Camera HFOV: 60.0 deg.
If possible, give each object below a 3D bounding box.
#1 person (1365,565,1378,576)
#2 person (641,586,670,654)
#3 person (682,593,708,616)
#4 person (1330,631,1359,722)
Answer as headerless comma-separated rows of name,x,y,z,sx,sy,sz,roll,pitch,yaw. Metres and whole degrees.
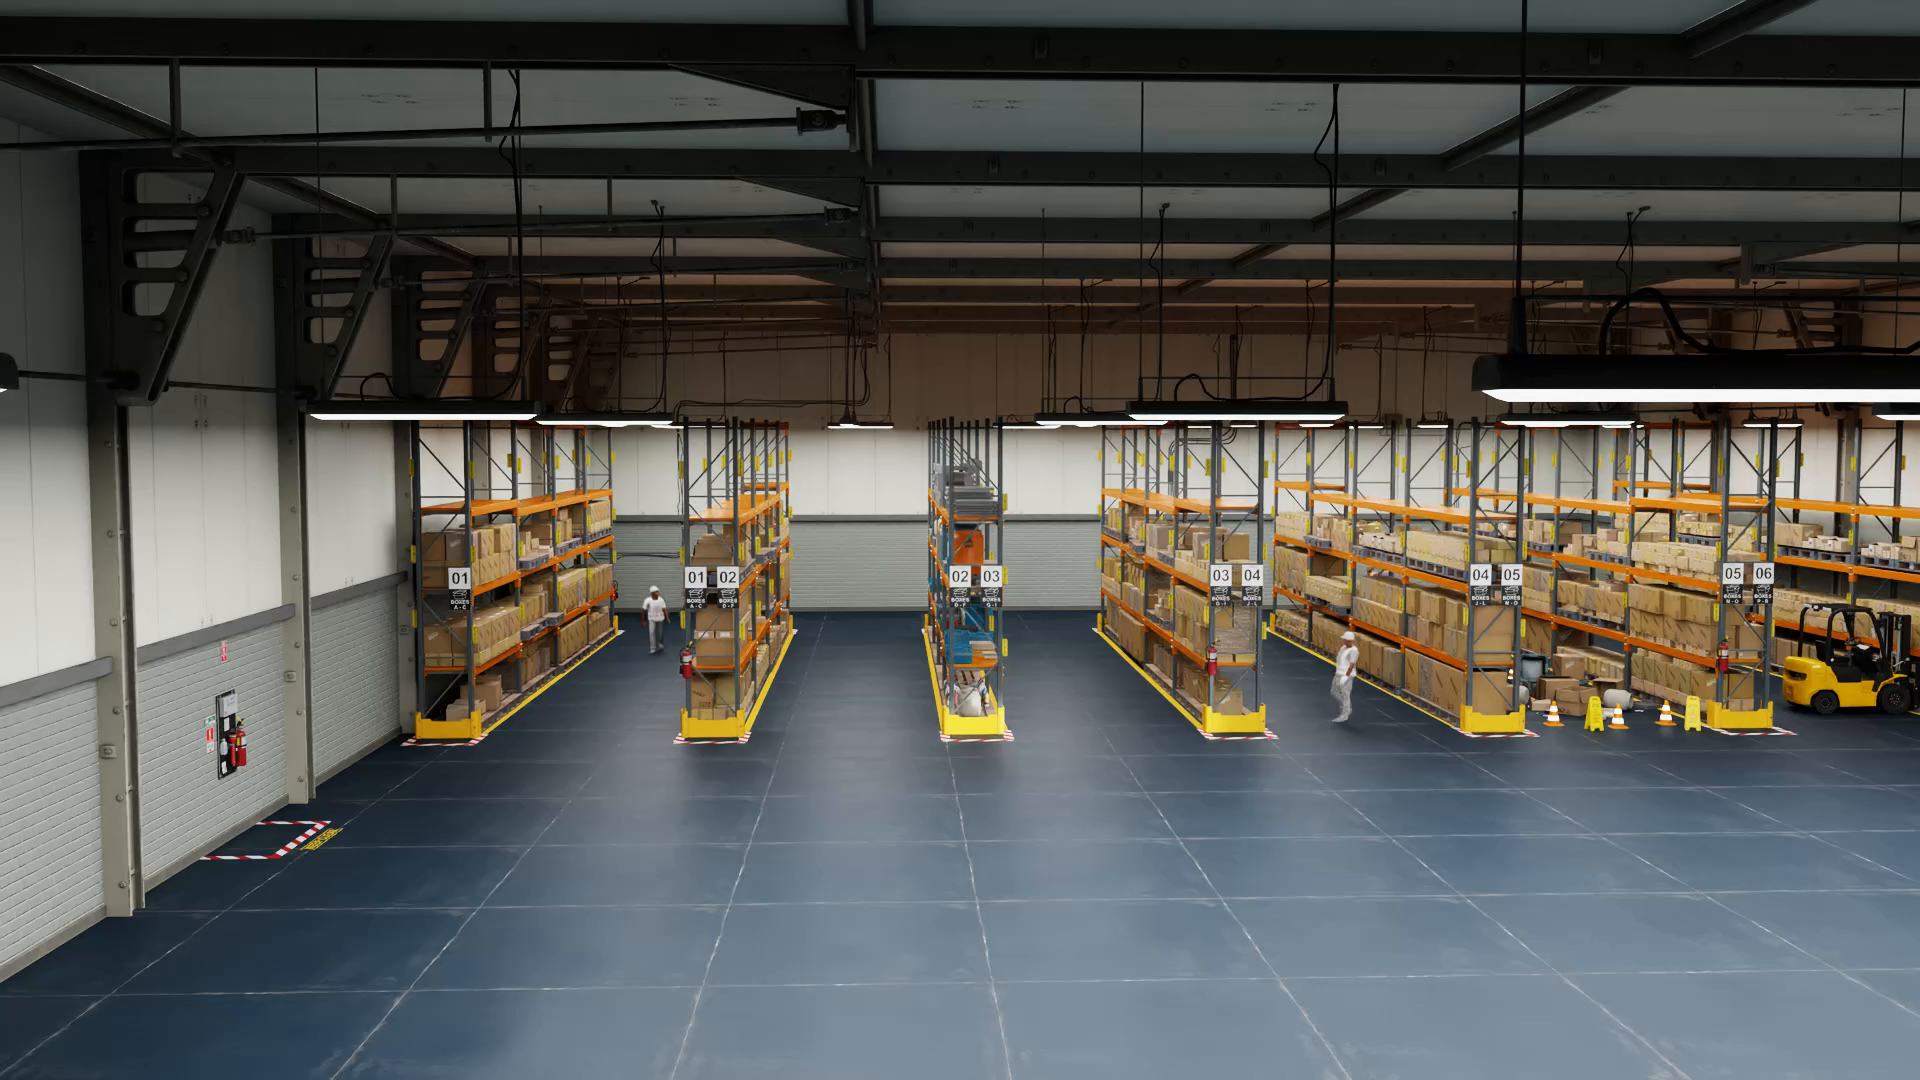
person,12.484,1.556,50.651,0.940,1.721,0.643,-2,4,-26
person,-7.887,2.061,43.069,0.759,1.725,1.080,0,4,-6
person,-7.998,1.541,50.903,1.097,1.730,0.667,1,4,21
person,7.557,2.691,32.837,0.526,1.790,0.643,-1,4,-19
